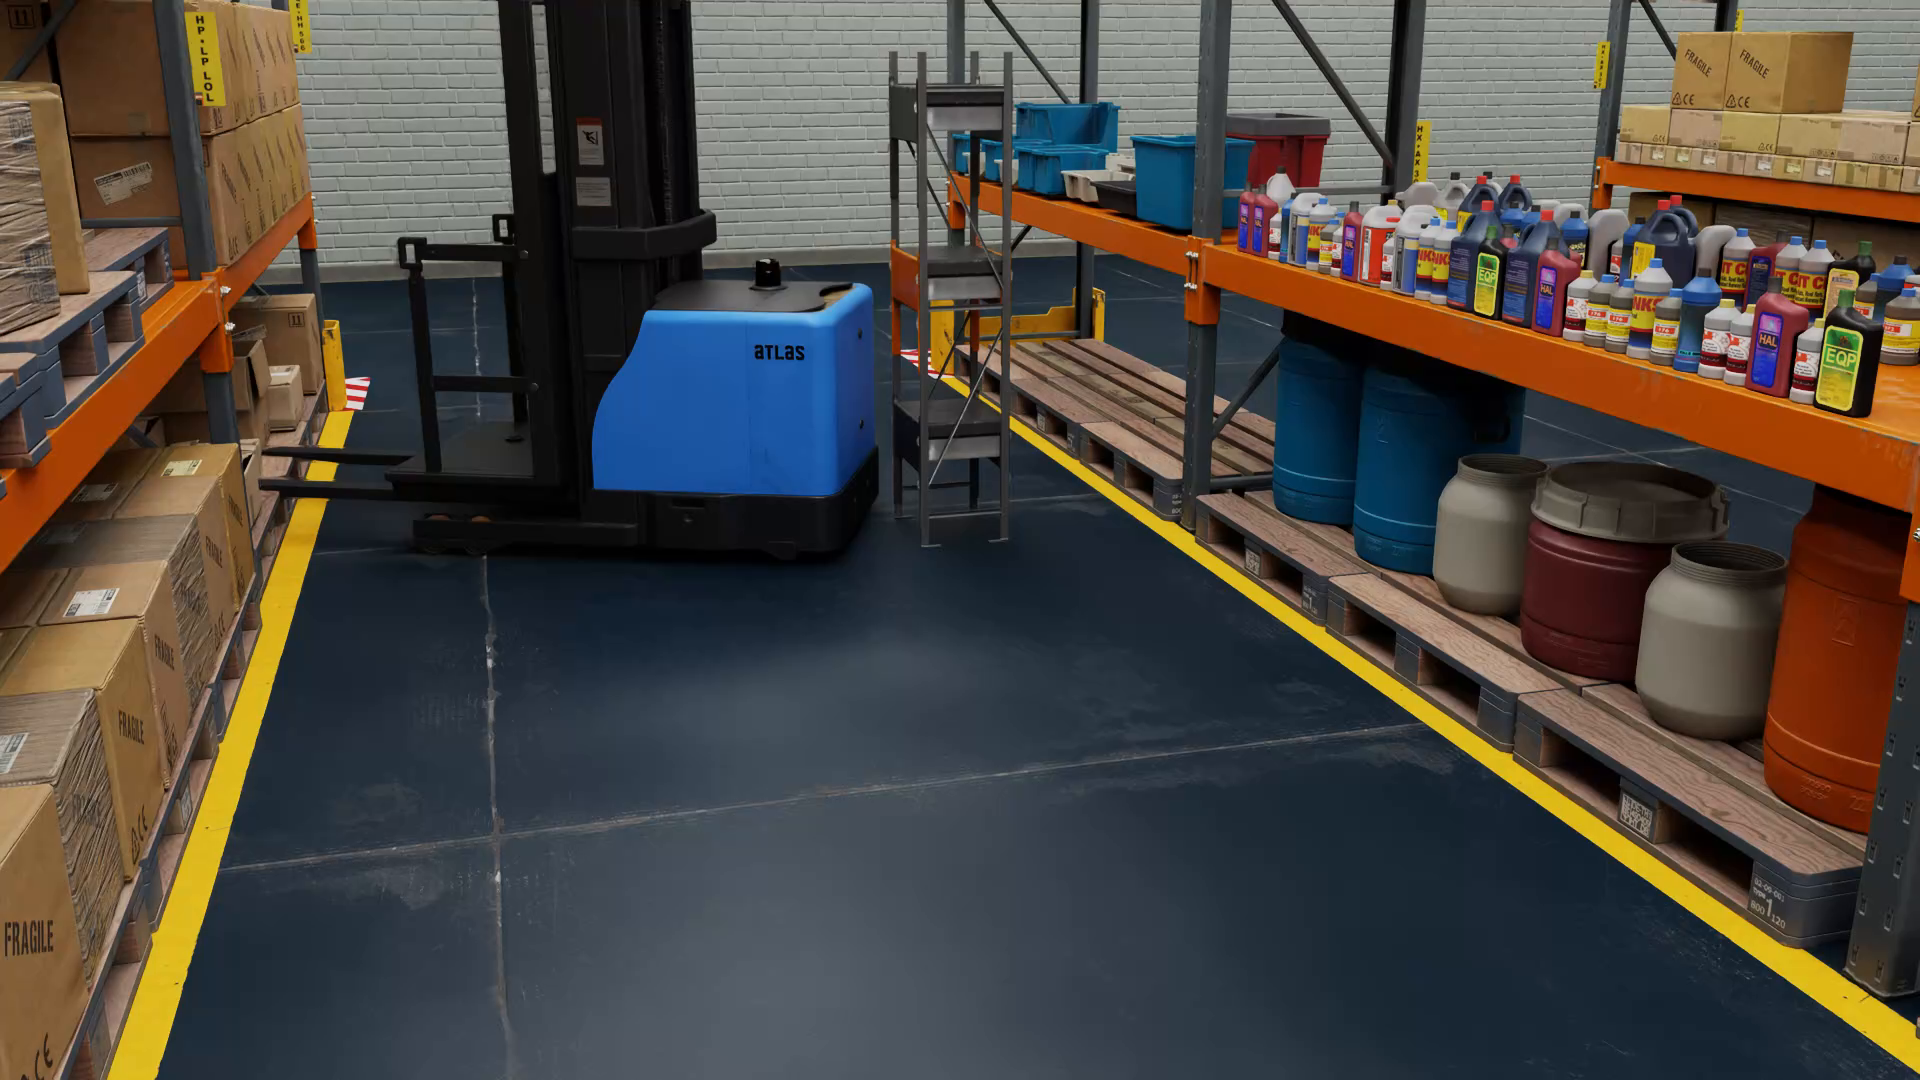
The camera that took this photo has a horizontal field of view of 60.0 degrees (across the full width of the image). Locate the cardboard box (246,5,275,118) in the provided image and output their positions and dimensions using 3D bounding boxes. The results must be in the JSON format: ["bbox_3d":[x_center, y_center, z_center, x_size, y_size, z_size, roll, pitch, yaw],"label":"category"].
[{"bbox_3d":[-3.537,-2.240,7.784,0.500,0.500,0.500,-4,17,-14],"label":"cardboard box"}]

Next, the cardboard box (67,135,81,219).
[{"bbox_3d":[-3.636,-1.299,6.388,0.500,0.500,0.500,-4,17,-14],"label":"cardboard box"}]

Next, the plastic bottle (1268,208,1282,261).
[{"bbox_3d":[1.288,-1.226,6.665,0.097,0.201,0.097,0,17,0],"label":"plastic bottle"}]

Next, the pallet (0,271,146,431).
[{"bbox_3d":[-2.692,-0.472,4.144,1.003,0.211,1.213,-5,17,-15],"label":"pallet"}]

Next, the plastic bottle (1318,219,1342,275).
[{"bbox_3d":[1.405,-1.108,6.272,0.097,0.201,0.097,0,17,0],"label":"plastic bottle"}]

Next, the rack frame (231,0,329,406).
[{"bbox_3d":[-4.351,-2.239,9.693,1.000,3.000,0.127,-5,17,-15],"label":"rack frame"}]

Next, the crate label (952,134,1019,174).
[{"bbox_3d":[0.164,-2.484,10.695,0.416,0.233,0.303,-5,17,-15],"label":"crate label"}]

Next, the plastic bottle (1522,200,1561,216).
[{"bbox_3d":[2.170,-1.140,6.249,0.152,0.276,0.135,-5,17,-15],"label":"plastic bottle"}]

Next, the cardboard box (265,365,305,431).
[{"bbox_3d":[-3.733,-0.737,8.707,0.500,0.250,0.500,-5,17,-15],"label":"cardboard box"}]

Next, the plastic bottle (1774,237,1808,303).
[{"bbox_3d":[2.543,-0.791,5.094,0.097,0.271,0.097,0,17,0],"label":"plastic bottle"}]

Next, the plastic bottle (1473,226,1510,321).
[{"bbox_3d":[1.688,-0.844,5.249,0.061,0.283,0.133,-5,17,-15],"label":"plastic bottle"}]

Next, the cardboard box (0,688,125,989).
[{"bbox_3d":[-2.152,0.667,3.598,0.500,0.500,0.500,-5,18,-17],"label":"cardboard box"}]

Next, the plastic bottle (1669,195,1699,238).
[{"bbox_3d":[2.382,-0.967,5.543,0.144,0.351,0.185,-5,17,-15],"label":"plastic bottle"}]

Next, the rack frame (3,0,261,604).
[{"bbox_3d":[-3.252,-1.133,6.010,1.000,3.000,0.127,-5,17,-15],"label":"rack frame"}]

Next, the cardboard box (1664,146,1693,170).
[{"bbox_3d":[5.098,-2.635,11.448,0.380,0.149,0.250,-5,17,-17],"label":"cardboard box"}]

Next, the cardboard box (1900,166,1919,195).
[{"bbox_3d":[5.663,-2.067,9.555,0.380,0.149,0.250,-4,17,-14],"label":"cardboard box"}]

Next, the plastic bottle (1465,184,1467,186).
[{"bbox_3d":[2.038,-1.324,6.848,0.061,0.283,0.133,-5,17,-15],"label":"plastic bottle"}]

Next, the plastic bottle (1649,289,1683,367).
[{"bbox_3d":[1.932,-0.578,4.508,0.097,0.201,0.097,0,17,0],"label":"plastic bottle"}]

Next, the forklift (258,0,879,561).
[{"bbox_3d":[-1.945,-1.486,7.304,3.031,2.935,1.130,2,17,7],"label":"forklift"}]

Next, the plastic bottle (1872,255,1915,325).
[{"bbox_3d":[2.612,-0.658,4.653,0.097,0.271,0.097,0,17,0],"label":"plastic bottle"}]

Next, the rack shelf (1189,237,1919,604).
[{"bbox_3d":[2.061,-0.626,5.572,1.077,0.370,4.000,-5,17,-15],"label":"rack shelf"}]

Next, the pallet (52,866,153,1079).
[{"bbox_3d":[-2.322,1.099,3.425,1.003,0.211,1.213,-5,17,-15],"label":"pallet"}]

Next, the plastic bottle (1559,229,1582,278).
[{"bbox_3d":[1.863,-0.818,5.165,0.061,0.283,0.133,-5,17,-15],"label":"plastic bottle"}]

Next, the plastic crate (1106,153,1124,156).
[{"bbox_3d":[0.811,-2.321,10.320,0.396,0.136,0.243,-5,17,-15],"label":"plastic crate"}]

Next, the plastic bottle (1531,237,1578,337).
[{"bbox_3d":[1.775,-0.756,4.956,0.061,0.283,0.133,-5,17,-15],"label":"plastic bottle"}]

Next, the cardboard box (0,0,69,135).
[{"bbox_3d":[-3.640,-1.779,6.249,0.500,0.500,0.500,-5,17,-15],"label":"cardboard box"}]

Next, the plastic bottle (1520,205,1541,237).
[{"bbox_3d":[2.092,-1.086,6.076,0.097,0.271,0.097,0,17,0],"label":"plastic bottle"}]

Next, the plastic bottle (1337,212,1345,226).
[{"bbox_3d":[1.488,-1.184,6.525,0.097,0.201,0.097,0,17,0],"label":"plastic bottle"}]

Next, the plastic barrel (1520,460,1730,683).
[{"bbox_3d":[2.150,0.090,5.399,0.600,0.588,0.708,-5,17,-15],"label":"plastic barrel"}]

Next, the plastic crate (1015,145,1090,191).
[{"bbox_3d":[0.526,-2.120,9.483,0.416,0.233,0.300,-5,17,-15],"label":"plastic crate"}]

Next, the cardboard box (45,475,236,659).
[{"bbox_3d":[-2.713,0.105,5.470,0.500,0.500,0.500,-5,17,-15],"label":"cardboard box"}]

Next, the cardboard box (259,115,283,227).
[{"bbox_3d":[-3.550,-1.764,7.936,0.500,0.500,0.500,-5,17,-16],"label":"cardboard box"}]

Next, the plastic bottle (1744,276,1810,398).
[{"bbox_3d":[2.026,-0.503,4.116,0.061,0.283,0.133,-5,17,-15],"label":"plastic bottle"}]

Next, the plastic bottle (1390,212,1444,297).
[{"bbox_3d":[1.591,-0.986,5.735,0.152,0.276,0.135,-5,17,-15],"label":"plastic bottle"}]

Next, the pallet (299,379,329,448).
[{"bbox_3d":[-4.110,-0.662,9.291,1.003,0.211,1.213,-5,17,-15],"label":"pallet"}]

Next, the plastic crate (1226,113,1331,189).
[{"bbox_3d":[1.507,-1.850,8.181,0.402,0.464,0.583,-5,17,-15],"label":"plastic crate"}]

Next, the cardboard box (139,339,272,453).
[{"bbox_3d":[-3.773,-0.667,8.035,0.797,0.503,0.637,-5,17,-15],"label":"cardboard box"}]

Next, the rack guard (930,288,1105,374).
[{"bbox_3d":[0.393,-1.439,11.372,1.175,0.500,0.348,-5,17,-15],"label":"rack guard"}]

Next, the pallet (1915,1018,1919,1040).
[{"bbox_3d":[2.787,1.136,3.304,1.003,0.211,1.213,-5,17,-15],"label":"pallet"}]

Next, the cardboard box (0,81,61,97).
[{"bbox_3d":[-3.337,-1.233,5.440,0.700,0.500,0.500,-12,20,-34],"label":"cardboard box"}]

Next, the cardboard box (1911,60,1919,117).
[{"bbox_3d":[6.113,-2.778,9.927,0.500,0.500,0.500,-5,18,-17],"label":"cardboard box"}]

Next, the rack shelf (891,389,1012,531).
[{"bbox_3d":[-0.045,-0.368,7.508,0.431,0.518,0.480,-5,17,-15],"label":"rack shelf"}]

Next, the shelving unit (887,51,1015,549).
[{"bbox_3d":[-0.045,-1.051,7.302,0.431,2.100,0.503,-5,17,-15],"label":"shelving unit"}]

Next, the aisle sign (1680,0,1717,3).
[{"bbox_3d":[5.443,-4.310,12.069,0.394,0.787,0.004,-5,17,-15],"label":"aisle sign"}]

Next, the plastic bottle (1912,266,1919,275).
[{"bbox_3d":[2.683,-0.675,4.689,0.061,0.283,0.133,-5,17,-15],"label":"plastic bottle"}]

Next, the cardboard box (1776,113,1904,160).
[{"bbox_3d":[5.479,-2.512,10.343,0.500,0.250,0.500,-5,17,-16],"label":"cardboard box"}]

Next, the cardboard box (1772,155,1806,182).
[{"bbox_3d":[5.379,-2.352,10.504,0.380,0.149,0.250,-5,17,-17],"label":"cardboard box"}]

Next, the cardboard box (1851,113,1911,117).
[{"bbox_3d":[5.989,-2.554,10.485,0.500,0.250,0.500,-5,17,-15],"label":"cardboard box"}]
